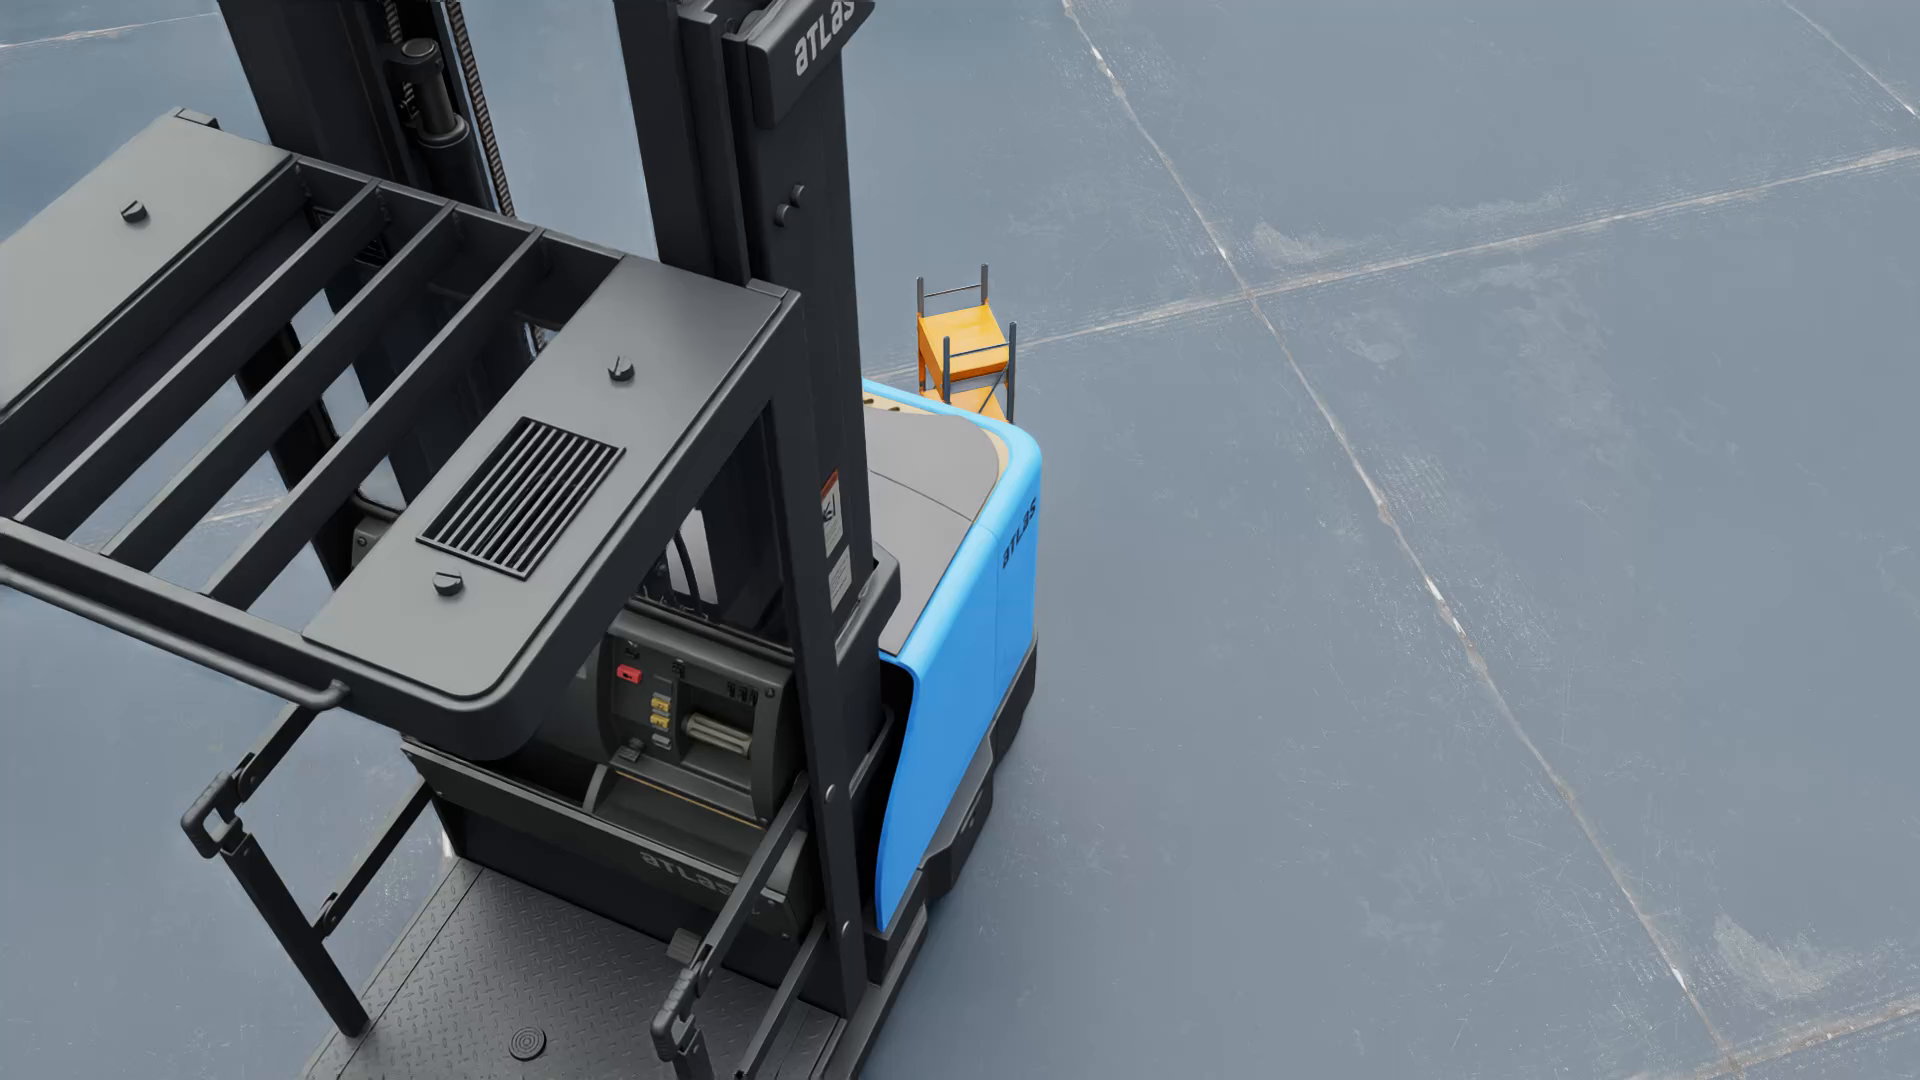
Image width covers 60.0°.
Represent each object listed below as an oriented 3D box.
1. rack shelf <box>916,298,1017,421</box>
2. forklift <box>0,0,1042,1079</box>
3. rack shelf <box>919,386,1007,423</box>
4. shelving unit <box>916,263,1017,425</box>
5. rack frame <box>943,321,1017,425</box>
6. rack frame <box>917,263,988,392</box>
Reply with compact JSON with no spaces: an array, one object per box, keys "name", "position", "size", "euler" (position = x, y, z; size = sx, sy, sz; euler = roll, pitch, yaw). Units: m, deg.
[{"name":"rack shelf","position":[0.016,-0.475,4.607],"size":[0.215,0.259,0.240],"euler":[-13,51,-11]},{"name":"forklift","position":[-0.836,0.372,3.019],"size":[1.130,2.935,3.031],"euler":[18,52,15]},{"name":"rack shelf","position":[0.016,-0.292,4.824],"size":[0.215,0.259,0.240],"euler":[-13,51,-11]},{"name":"shelving unit","position":[0.016,-0.299,4.816],"size":[0.215,1.050,0.252],"euler":[-13,51,-11]},{"name":"rack frame","position":[0.052,-0.210,4.741],"size":[0.200,1.050,0.008],"euler":[-13,51,-11]},{"name":"rack frame","position":[-0.020,-0.388,4.891],"size":[0.200,1.050,0.008],"euler":[-13,51,-11]}]
